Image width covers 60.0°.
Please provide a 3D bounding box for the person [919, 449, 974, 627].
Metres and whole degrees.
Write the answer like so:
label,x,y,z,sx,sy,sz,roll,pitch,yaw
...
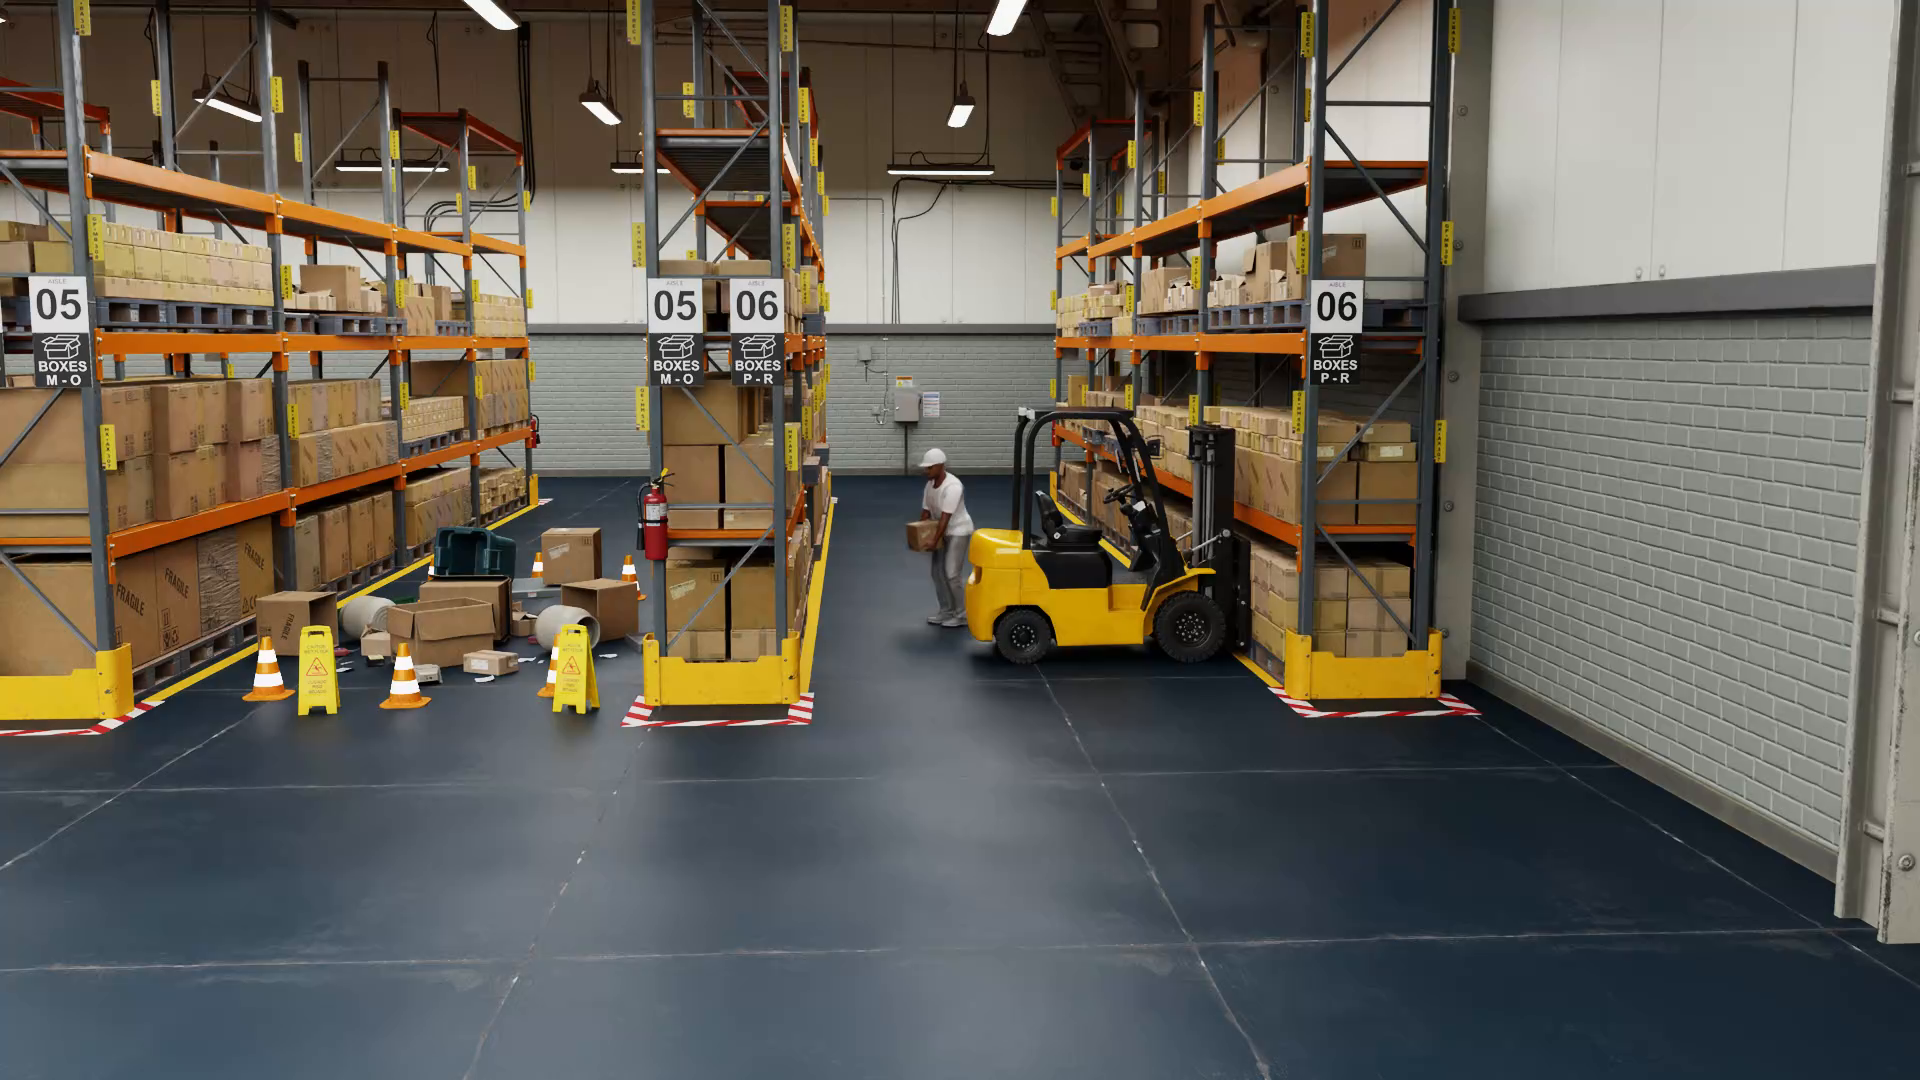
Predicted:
label,x,y,z,sx,sy,sz,roll,pitch,yaw
person,-0.171,-0.024,16.036,0.617,1.720,0.498,-5,8,-34
